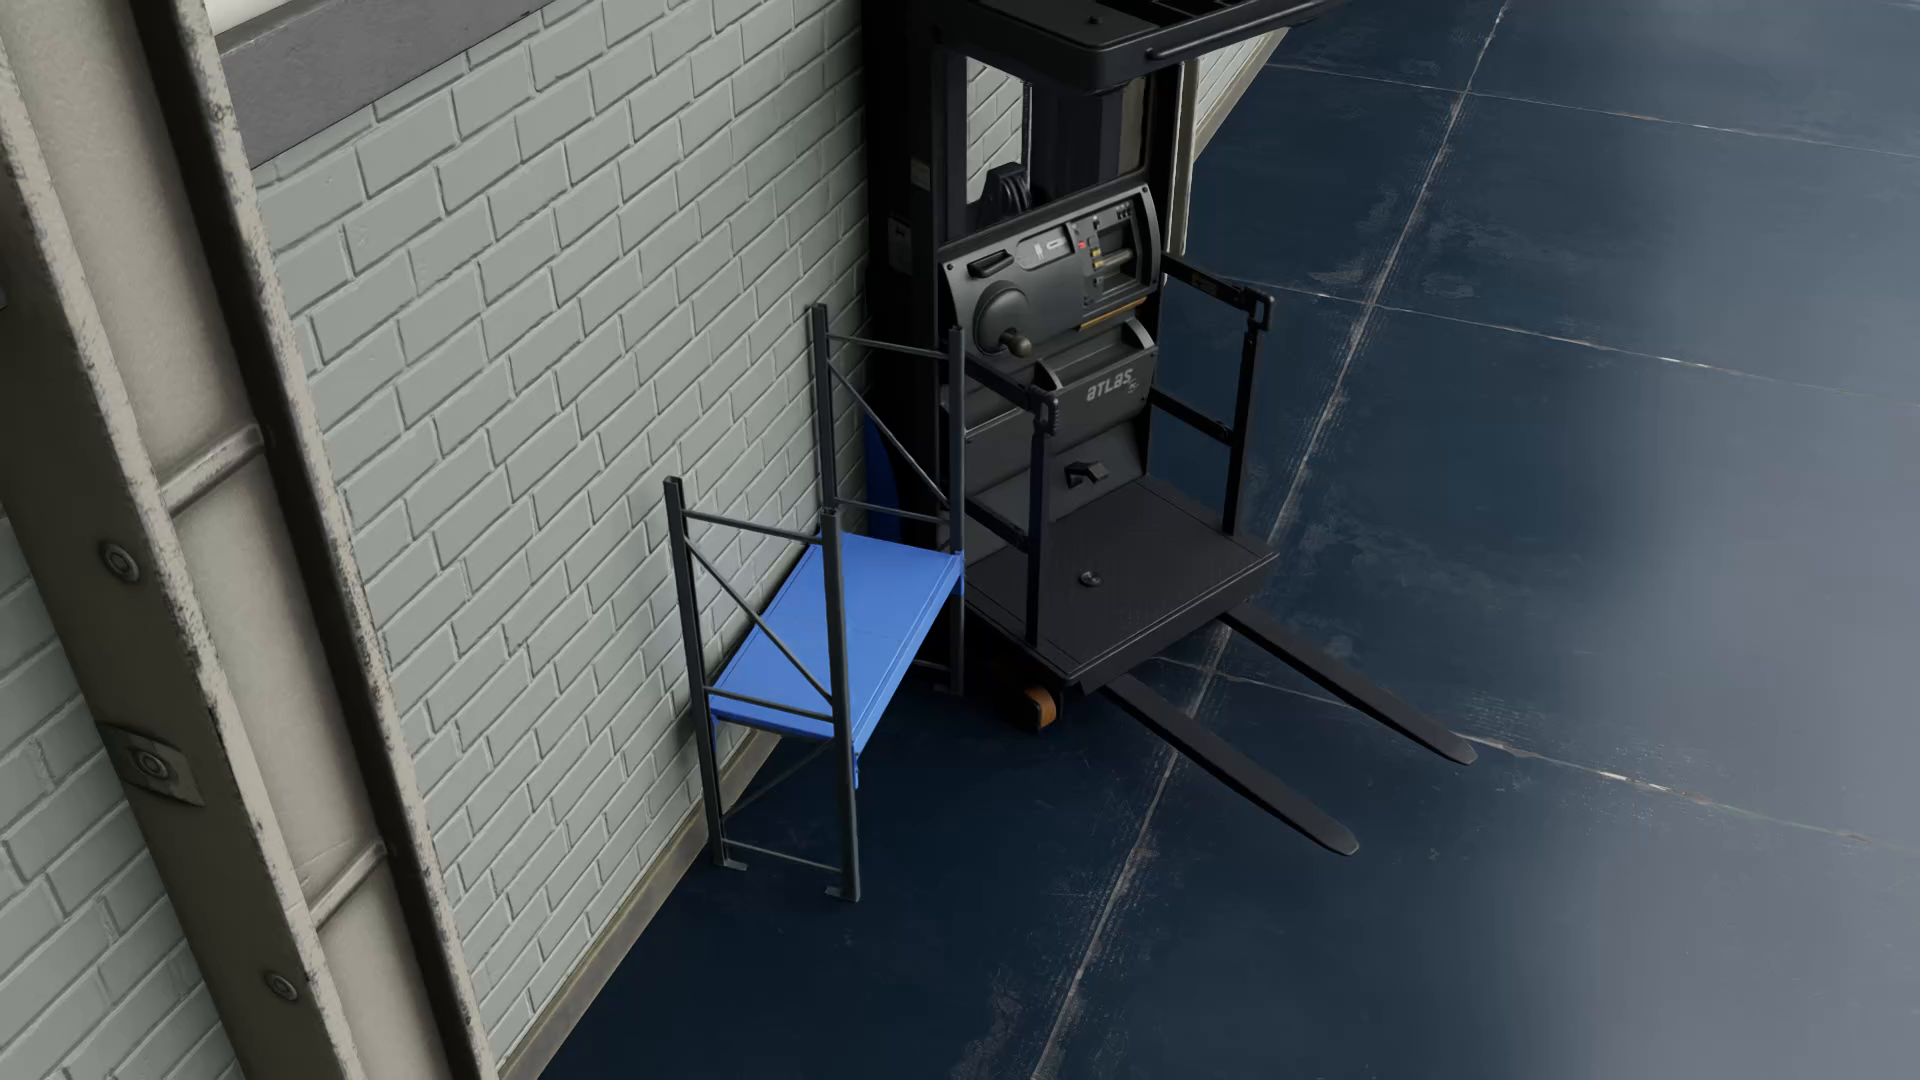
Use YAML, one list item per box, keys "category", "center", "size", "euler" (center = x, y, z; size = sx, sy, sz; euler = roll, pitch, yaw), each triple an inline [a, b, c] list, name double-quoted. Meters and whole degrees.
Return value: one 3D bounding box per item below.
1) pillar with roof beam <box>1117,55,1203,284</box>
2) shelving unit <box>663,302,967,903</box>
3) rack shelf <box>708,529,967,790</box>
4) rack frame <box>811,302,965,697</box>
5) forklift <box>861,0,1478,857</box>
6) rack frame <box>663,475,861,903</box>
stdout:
- category: "pillar with roof beam"
  center: [4.954, -4.072, 4.682]
  size: [9.100, 9.000, 0.400]
  euler: [14, 39, 18]
- category: "shelving unit"
  center: [-0.391, 0.195, 5.236]
  size: [0.538, 1.500, 1.048]
  euler: [12, 38, 15]
- category: "rack shelf"
  center: [-0.391, 0.339, 5.344]
  size: [0.538, 0.185, 1.000]
  euler: [12, 38, 15]
- category: "rack frame"
  center: [-0.226, -0.093, 5.621]
  size: [0.500, 1.500, 0.032]
  euler: [12, 38, 15]
- category: "forklift"
  center: [0.458, -0.847, 5.435]
  size: [1.130, 2.935, 3.031]
  euler: [-27, 44, -31]
- category: "rack frame"
  center: [-0.555, 0.483, 4.851]
  size: [0.500, 1.500, 0.032]
  euler: [12, 38, 15]
